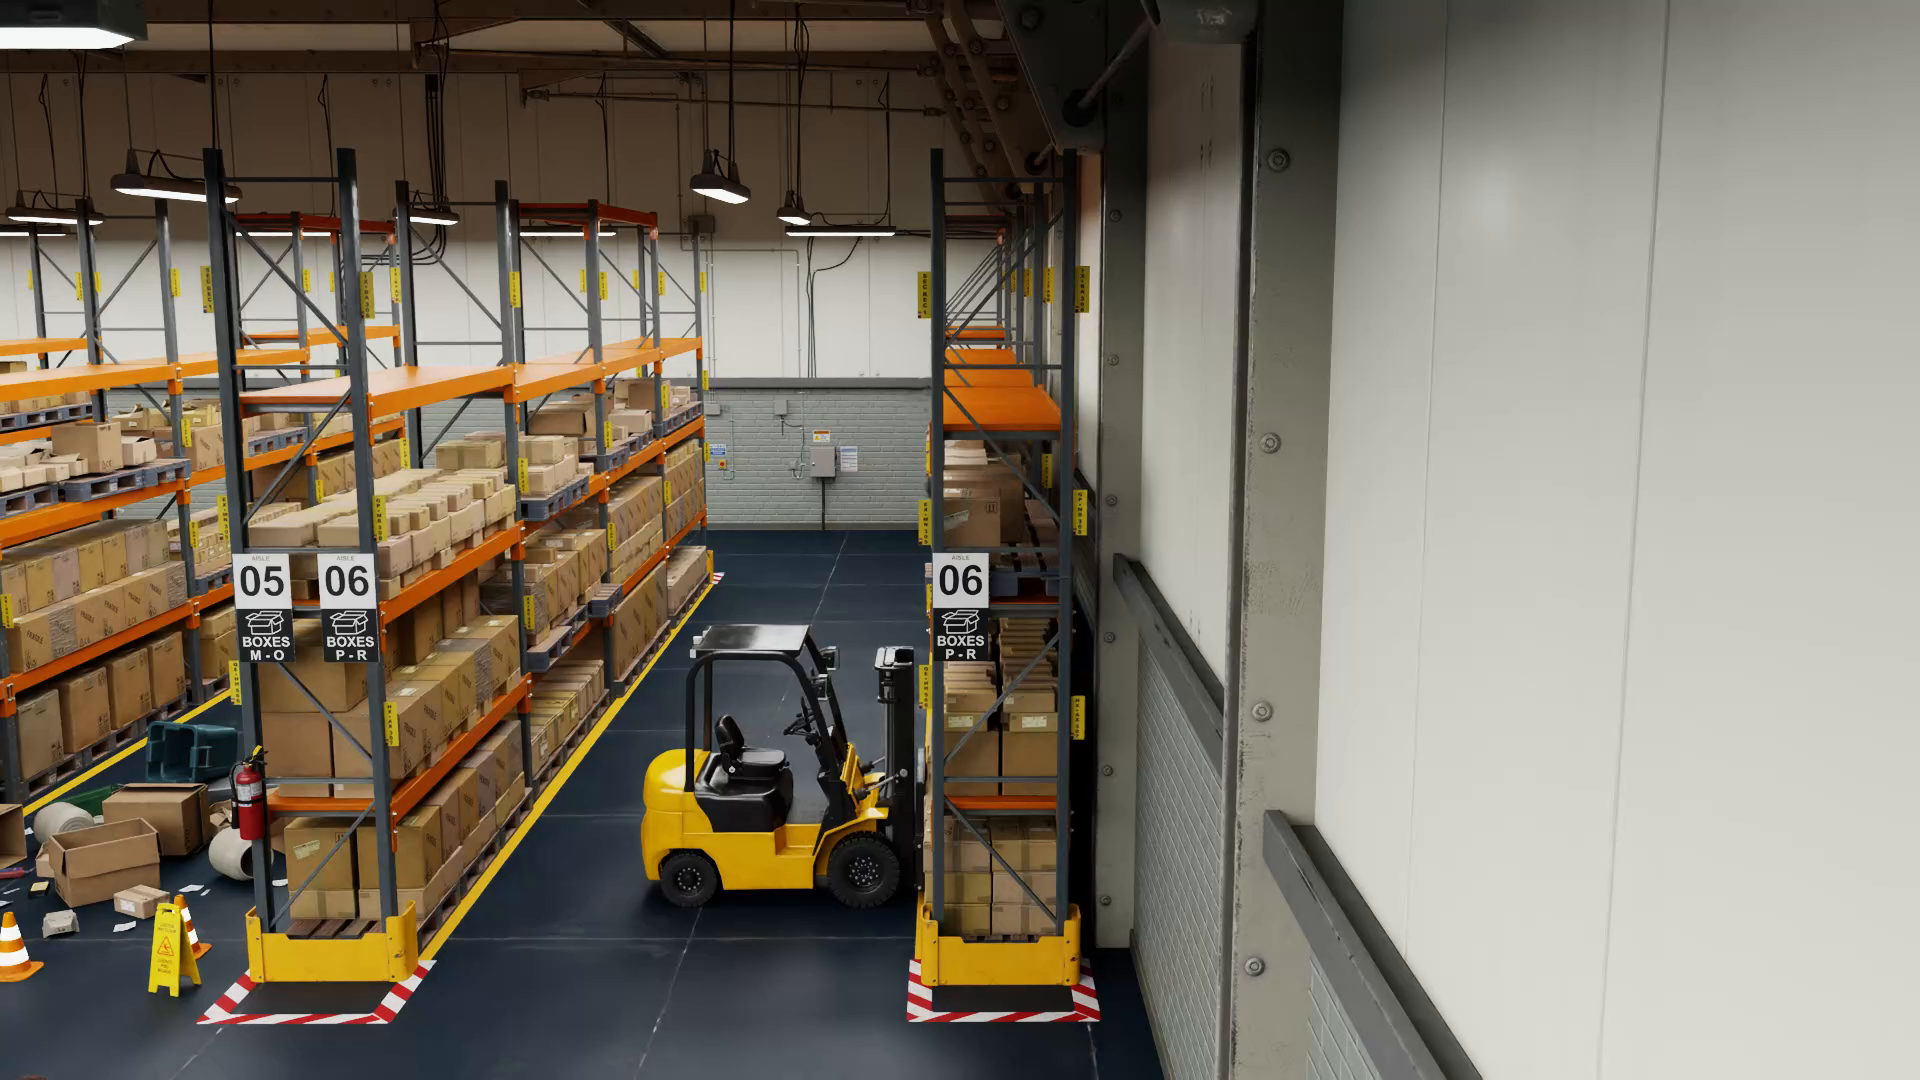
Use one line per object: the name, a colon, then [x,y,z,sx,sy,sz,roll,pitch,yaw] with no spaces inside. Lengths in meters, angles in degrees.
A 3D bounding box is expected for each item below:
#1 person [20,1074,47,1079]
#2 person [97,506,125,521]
person: [-4.111,3.201,7.417,0.570,1.687,0.718,-8,12,-42]
person: [-14.800,-0.253,28.782,0.819,1.742,0.619,1,9,5]
